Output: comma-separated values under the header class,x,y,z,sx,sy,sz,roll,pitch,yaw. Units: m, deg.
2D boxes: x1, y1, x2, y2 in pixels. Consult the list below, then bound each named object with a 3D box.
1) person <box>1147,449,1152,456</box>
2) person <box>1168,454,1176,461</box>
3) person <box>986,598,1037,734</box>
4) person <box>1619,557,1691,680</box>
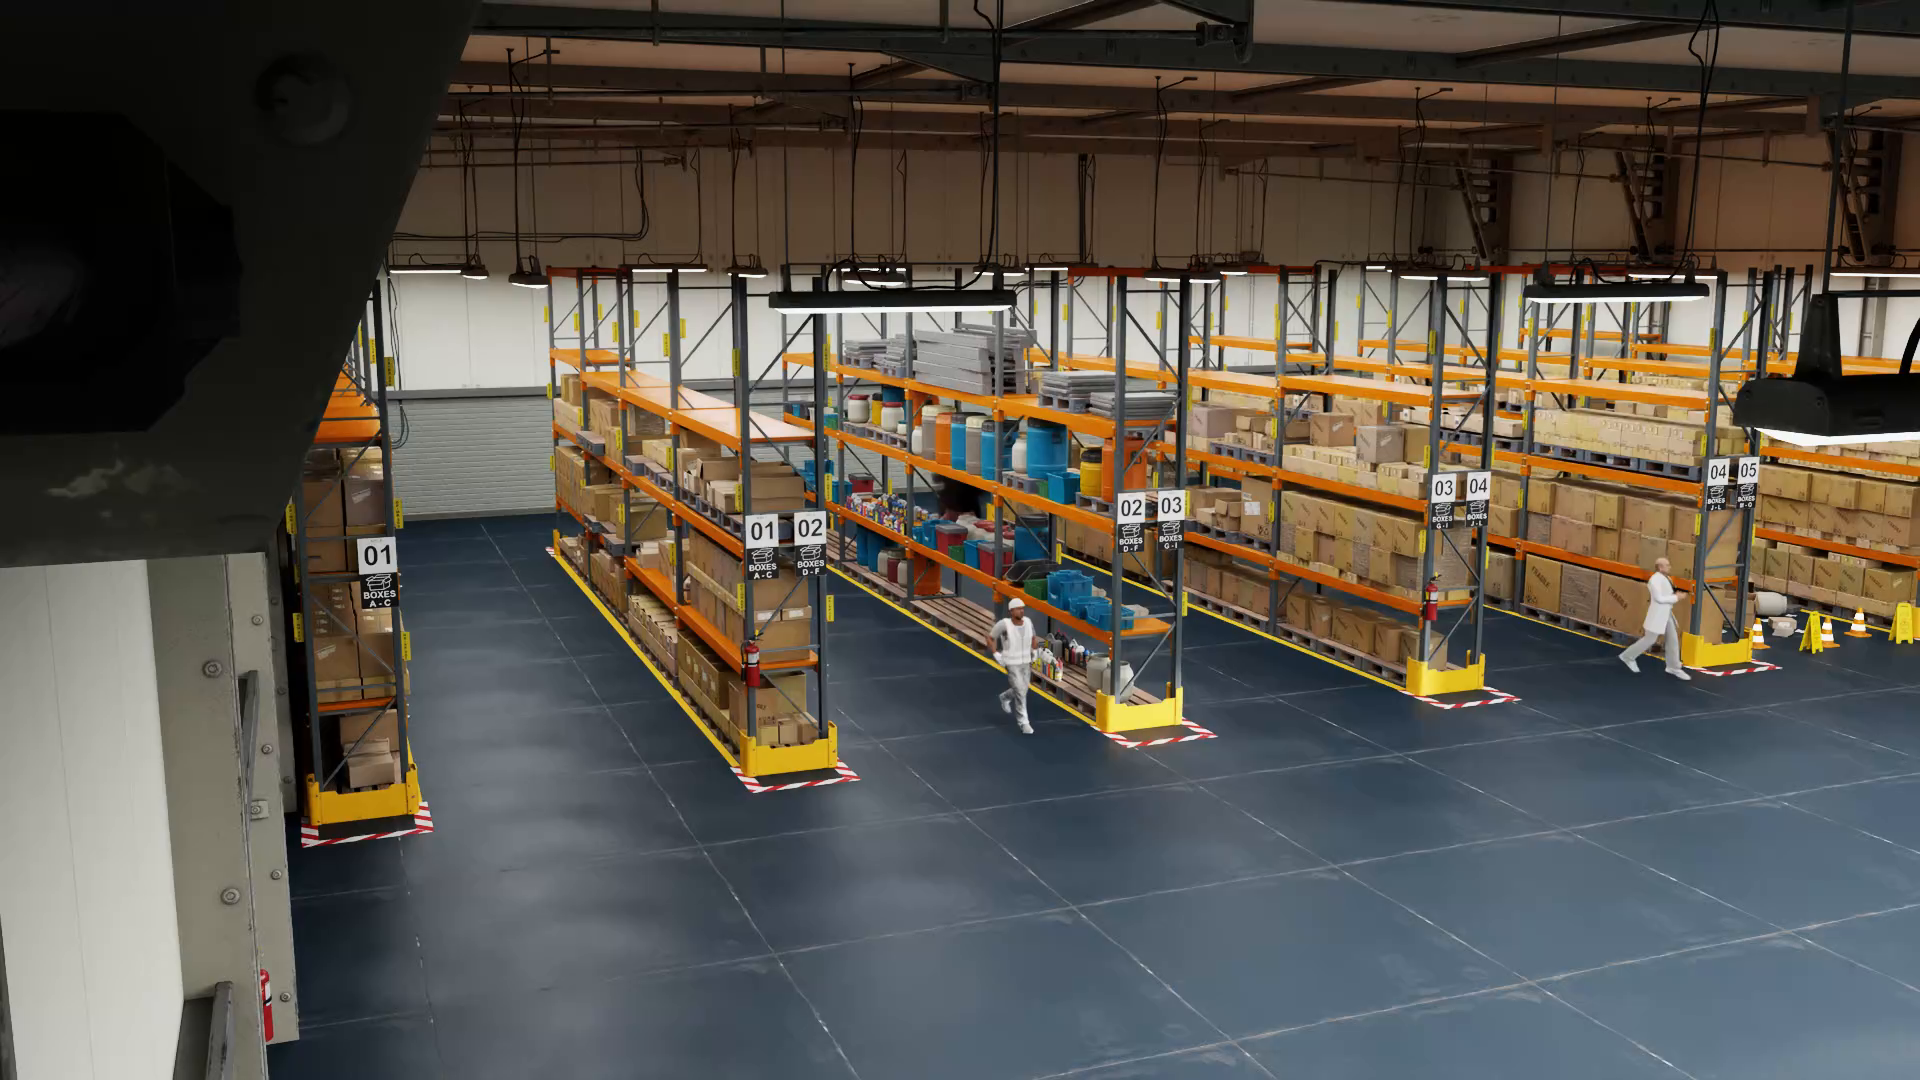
class,x,y,z,sx,sy,sz,roll,pitch,yaw
person,4.348,-1.323,39.388,0.716,1.671,0.563,0,10,0
person,5.540,-1.697,41.626,0.701,1.683,0.588,1,10,7
person,0.730,1.637,22.215,0.709,1.758,0.910,-6,12,-32
person,10.432,1.147,24.847,1.009,1.806,0.708,8,13,38
